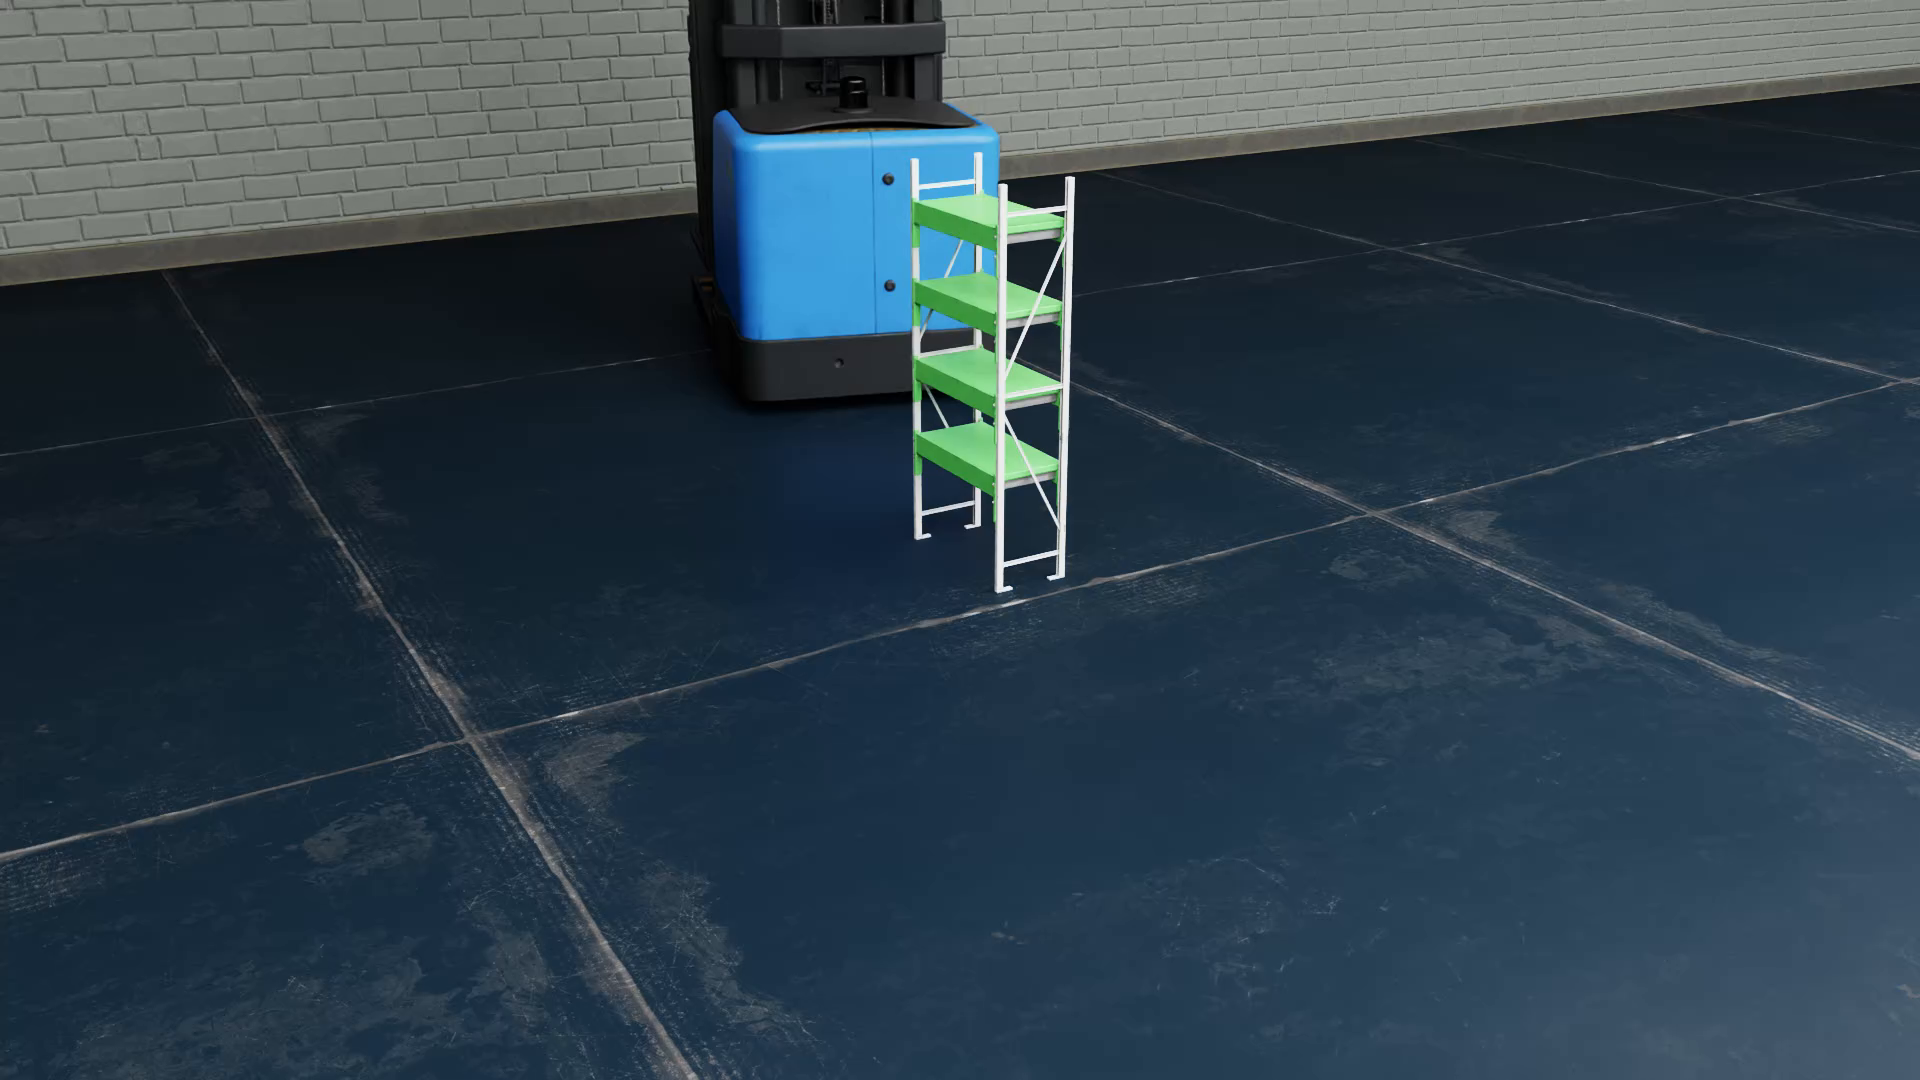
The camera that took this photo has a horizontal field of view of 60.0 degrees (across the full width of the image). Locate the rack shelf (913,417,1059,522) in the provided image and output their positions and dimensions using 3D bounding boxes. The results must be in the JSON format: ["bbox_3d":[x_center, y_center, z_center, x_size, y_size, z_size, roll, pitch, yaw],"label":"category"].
[{"bbox_3d":[0.085,-0.221,5.068,0.258,0.148,0.480,-13,25,-28],"label":"rack shelf"}]

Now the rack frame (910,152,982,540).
[{"bbox_3d":[-0.040,-0.581,5.148,0.240,1.200,0.015,-13,25,-28],"label":"rack frame"}]

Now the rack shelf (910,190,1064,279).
[{"bbox_3d":[0.085,-0.888,4.797,0.258,0.148,0.480,-13,25,-28],"label":"rack shelf"}]

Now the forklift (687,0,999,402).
[{"bbox_3d":[-0.676,-2.419,7.369,1.130,2.935,3.031,-5,23,-12],"label":"forklift"}]

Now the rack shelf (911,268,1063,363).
[{"bbox_3d":[0.085,-0.665,4.887,0.258,0.148,0.480,-13,25,-28],"label":"rack shelf"}]

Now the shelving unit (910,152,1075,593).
[{"bbox_3d":[0.085,-0.502,4.954,0.258,1.200,0.503,-13,25,-28],"label":"shelving unit"}]

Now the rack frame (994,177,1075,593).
[{"bbox_3d":[0.209,-0.423,4.759,0.240,1.200,0.015,-13,25,-28],"label":"rack frame"}]

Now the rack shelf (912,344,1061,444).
[{"bbox_3d":[0.085,-0.443,4.978,0.258,0.148,0.480,-13,25,-28],"label":"rack shelf"}]
